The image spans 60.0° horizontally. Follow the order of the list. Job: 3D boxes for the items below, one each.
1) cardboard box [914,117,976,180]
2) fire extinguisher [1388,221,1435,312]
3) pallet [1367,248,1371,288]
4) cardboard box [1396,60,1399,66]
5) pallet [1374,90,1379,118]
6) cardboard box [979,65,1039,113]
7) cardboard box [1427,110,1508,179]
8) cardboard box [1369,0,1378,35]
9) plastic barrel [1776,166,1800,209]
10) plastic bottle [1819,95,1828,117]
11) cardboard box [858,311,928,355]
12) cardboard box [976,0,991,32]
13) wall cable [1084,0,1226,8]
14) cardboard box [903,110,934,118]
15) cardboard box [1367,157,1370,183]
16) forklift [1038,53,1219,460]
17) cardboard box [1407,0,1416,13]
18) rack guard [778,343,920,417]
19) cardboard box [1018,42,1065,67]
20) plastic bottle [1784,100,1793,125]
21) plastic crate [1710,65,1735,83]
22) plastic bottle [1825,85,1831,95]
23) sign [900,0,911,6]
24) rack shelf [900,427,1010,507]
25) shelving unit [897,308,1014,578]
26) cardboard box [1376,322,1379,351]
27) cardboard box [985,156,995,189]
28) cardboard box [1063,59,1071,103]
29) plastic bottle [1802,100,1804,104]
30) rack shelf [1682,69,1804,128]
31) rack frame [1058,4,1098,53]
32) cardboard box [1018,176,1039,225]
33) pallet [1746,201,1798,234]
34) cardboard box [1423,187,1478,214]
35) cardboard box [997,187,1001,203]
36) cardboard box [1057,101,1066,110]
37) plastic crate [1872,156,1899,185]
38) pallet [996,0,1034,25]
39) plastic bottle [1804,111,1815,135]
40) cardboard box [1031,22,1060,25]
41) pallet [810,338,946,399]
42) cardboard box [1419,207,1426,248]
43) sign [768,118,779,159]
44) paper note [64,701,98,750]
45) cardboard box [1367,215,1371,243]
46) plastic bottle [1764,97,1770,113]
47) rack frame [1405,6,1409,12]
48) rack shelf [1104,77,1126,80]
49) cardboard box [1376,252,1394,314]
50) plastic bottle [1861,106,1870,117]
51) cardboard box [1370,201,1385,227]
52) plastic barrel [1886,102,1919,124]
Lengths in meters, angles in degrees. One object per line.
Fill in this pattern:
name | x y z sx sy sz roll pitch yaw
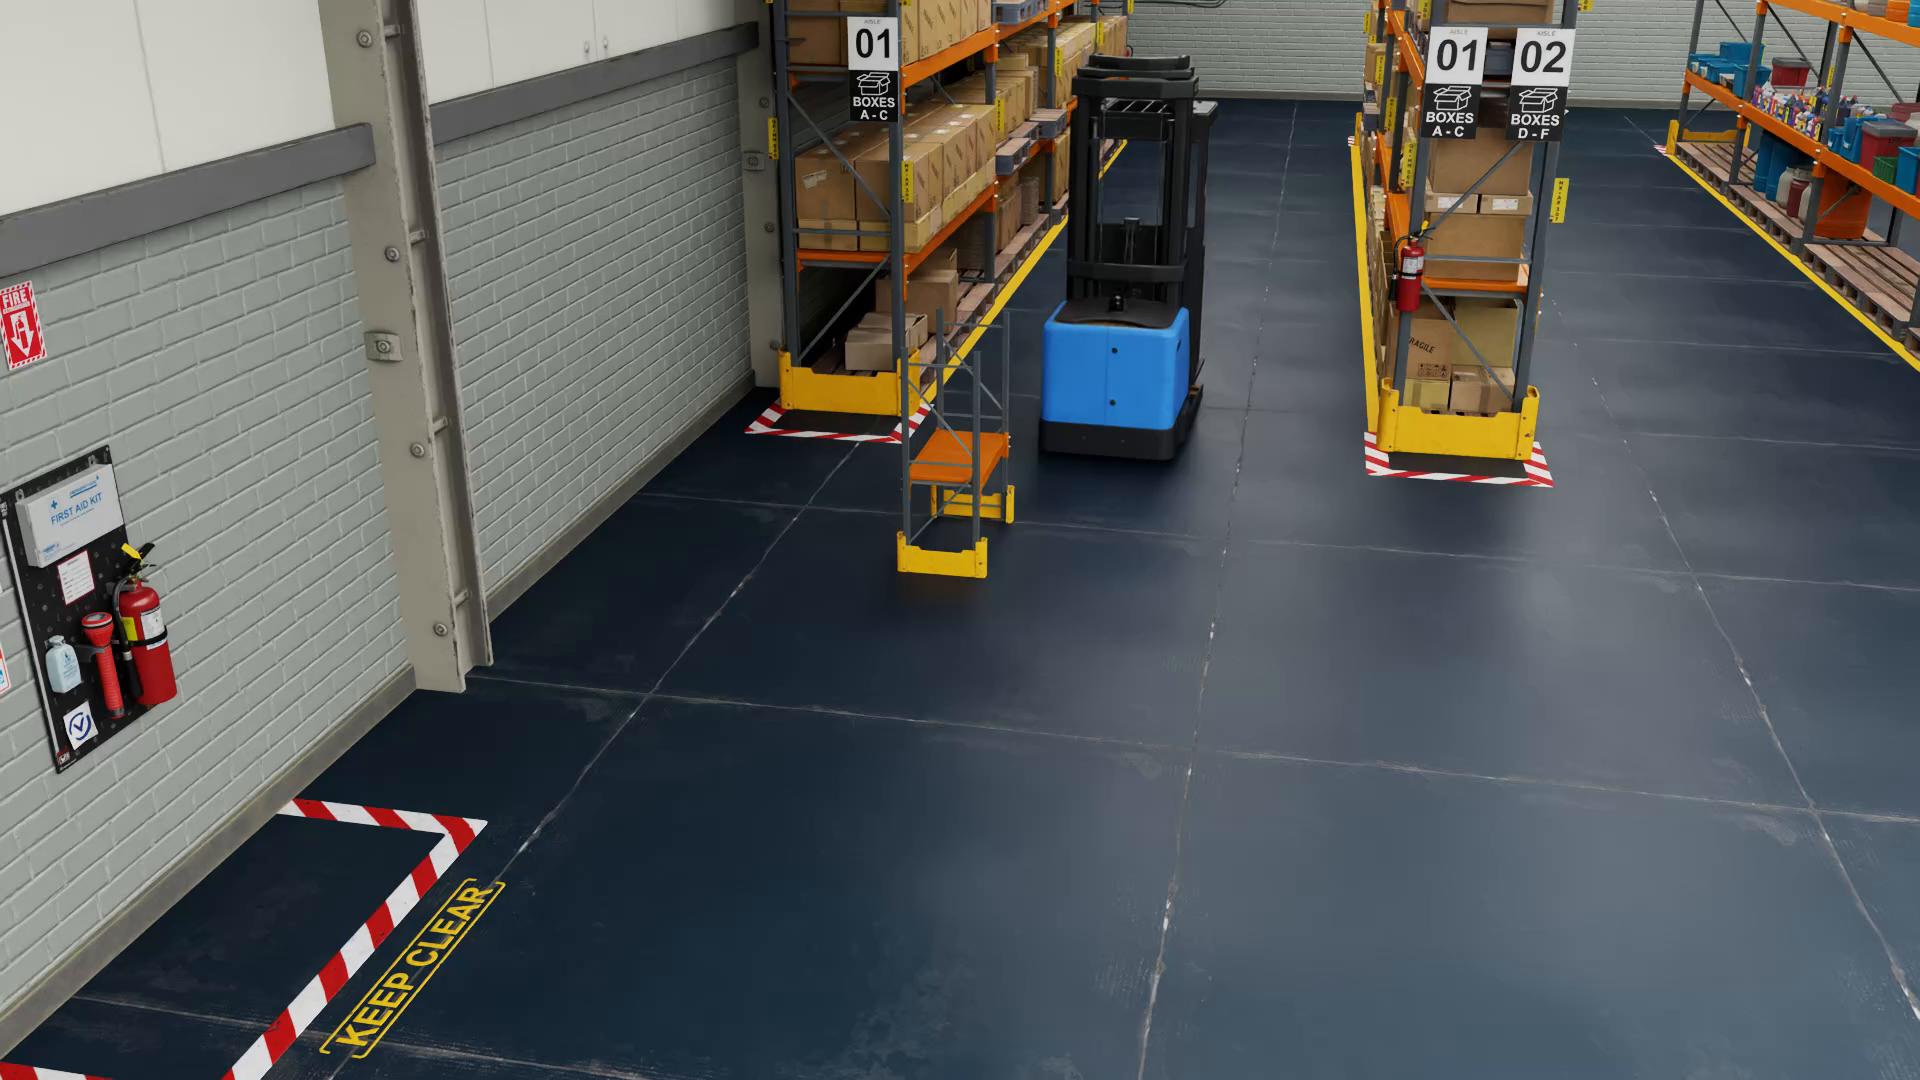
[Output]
cardboard box | -0.140 -3.686 15.660 0.500 0.500 0.500 4 22 9
fire extinguisher | 3.418 -2.078 12.602 0.296 0.674 0.183 4 22 11
pallet | 5.072 -3.011 18.548 1.003 0.211 1.213 4 22 11
cardboard box | 5.921 -5.848 21.162 0.700 0.500 0.500 9 24 21
pallet | 5.922 -5.670 21.674 1.003 0.211 1.213 4 22 11
cardboard box | 0.593 -5.502 20.276 0.700 0.500 0.500 2 22 5
cardboard box | 4.118 -3.152 13.294 0.700 0.500 0.500 4 22 10
cardboard box | 6.813 -8.341 26.578 0.500 0.500 0.500 5 23 13
plastic barrel | 10.719 -4.516 21.320 0.421 0.512 0.421 0 22 0
plastic bottle | 11.127 -5.588 21.385 0.097 0.271 0.097 0 22 0
cardboard box | -0.607 -1.910 15.090 0.500 0.311 0.500 6 23 15
cardboard box | 0.002 -5.204 16.083 0.500 0.500 0.500 5 22 12
wall cable | 3.816 -11.733 32.598 3.097 2.526 0.112 4 22 11
cardboard box | -0.546 -3.904 16.202 0.500 0.500 0.500 4 22 11
cardboard box | 5.801 -5.019 22.557 0.500 0.500 0.500 5 22 12
forklift | 1.468 -2.487 13.605 1.130 2.935 3.031 5 23 13
cardboard box | 4.242 -4.833 14.693 0.500 0.311 0.500 3 22 8
rack guard | -0.938 -1.366 14.077 1.175 0.500 0.348 4 22 11
cardboard box | 1.030 -6.122 20.978 0.500 0.250 0.500 5 22 12
plastic bottle | 10.341 -5.329 20.728 0.061 0.283 0.133 4 22 11
plastic crate | 11.308 -6.888 24.585 0.416 0.233 0.300 4 22 11
plastic bottle | 11.327 -5.748 21.676 0.144 0.351 0.185 4 22 11
sign | -0.422 -4.254 12.715 0.100 0.325 0.005 4 22 11
rack shelf | -0.017 -0.498 11.063 0.538 0.185 1.000 4 22 11
shelving unit | -0.016 -0.668 11.004 0.587 1.500 1.083 4 22 11
cardboard box | 4.012 -1.809 14.950 0.500 0.250 0.500 4 22 11
cardboard box | 0.063 -3.704 16.710 0.500 0.250 0.500 5 22 11
cardboard box | 1.145 -5.967 21.594 0.500 0.500 0.500 5 23 13
plastic bottle | 10.541 -5.386 20.883 0.097 0.271 0.097 0 22 0
rack shelf | 11.602 -6.529 24.514 1.077 0.370 4.000 4 22 11
rack frame | 1.496 -6.887 24.438 1.000 3.000 0.127 4 22 11
cardboard box | 0.584 -4.201 20.527 0.700 0.500 0.500 5 22 12
pallet | 10.749 -4.112 21.280 1.003 0.211 1.213 4 22 11
cardboard box | 3.789 -2.623 12.850 0.380 0.149 0.250 4 22 10
cardboard box | 0.186 -3.976 18.964 0.500 0.250 0.500 4 22 9
cardboard box | 1.170 -5.602 21.557 0.380 0.149 0.250 5 23 13
plastic crate | 9.641 -3.766 16.973 0.450 0.188 0.662 4 22 11
pallet | 0.093 -5.483 17.189 1.213 0.211 1.003 4 22 11
plastic bottle | 10.171 -4.986 19.891 0.097 0.271 0.097 0 22 0
cardboard box | 1.147 -7.280 23.852 0.500 0.250 0.500 5 23 13
pallet | -0.737 -1.527 14.862 1.003 0.211 1.213 4 22 11
cardboard box | 4.107 -2.530 13.488 0.700 0.500 0.500 5 22 12
sign | -1.492 -3.232 13.389 0.100 0.325 0.005 4 22 11
paper note | -3.527 0.743 6.672 0.016 0.148 0.142 4 22 11
cardboard box | 5.034 -3.614 19.430 0.500 0.250 0.500 4 22 9
plastic bottle | 10.582 -5.689 21.731 0.097 0.201 0.097 0 22 0
rack frame | 4.713 -6.368 15.119 1.000 3.000 0.127 4 22 11
rack shelf | 1.904 -7.285 26.389 1.077 0.370 4.000 4 22 11
cardboard box | 4.108 -2.341 15.265 0.500 0.500 0.500 4 22 11
plastic bottle | 11.063 -5.167 20.325 0.061 0.283 0.133 4 22 11
cardboard box | 4.930 -3.679 18.841 0.500 0.311 0.500 4 22 9
plastic barrel | 10.580 -4.539 18.427 0.600 0.536 0.708 4 22 11
